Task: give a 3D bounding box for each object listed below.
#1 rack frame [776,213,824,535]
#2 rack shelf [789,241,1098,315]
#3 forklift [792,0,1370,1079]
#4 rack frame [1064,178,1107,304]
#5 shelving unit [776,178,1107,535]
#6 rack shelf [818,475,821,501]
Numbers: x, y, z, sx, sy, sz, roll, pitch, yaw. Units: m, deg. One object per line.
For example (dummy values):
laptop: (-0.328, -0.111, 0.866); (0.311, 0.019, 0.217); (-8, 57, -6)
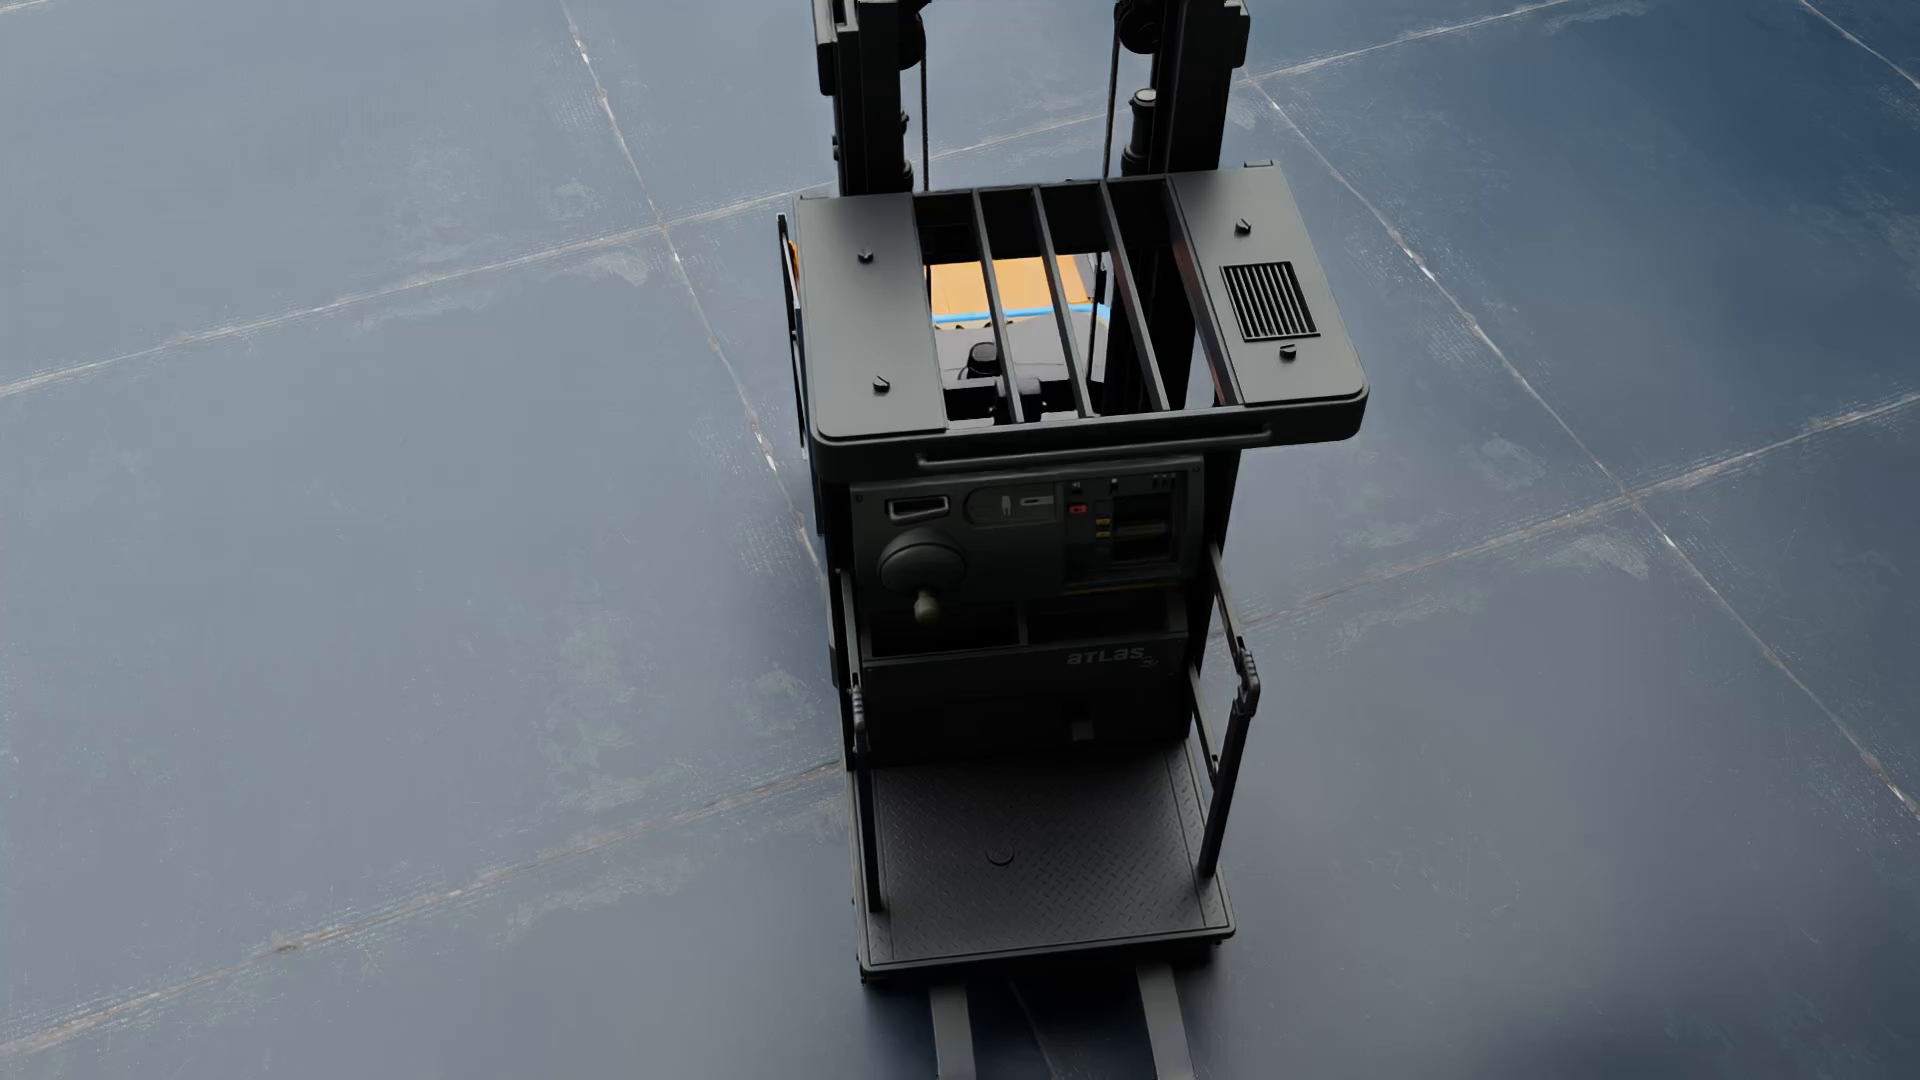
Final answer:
rack frame: (-0.571, -0.575, 6.003); (0.032, 1.125, 0.500); (-8, 50, -7)
rack shelf: (-0.072, -0.840, 5.844); (1.000, 0.278, 0.538); (-8, 50, -7)
forklift: (0.208, 0.100, 4.232); (1.130, 2.935, 3.031); (-5, 50, -4)
rack frame: (0.427, -0.723, 6.129); (0.032, 1.125, 0.500); (-8, 50, -7)
shelving unit: (-0.072, -0.649, 6.066); (1.048, 1.125, 0.538); (-8, 50, -7)
rack shelf: (-0.072, -0.490, 6.251); (1.000, 0.278, 0.538); (-8, 50, -7)
